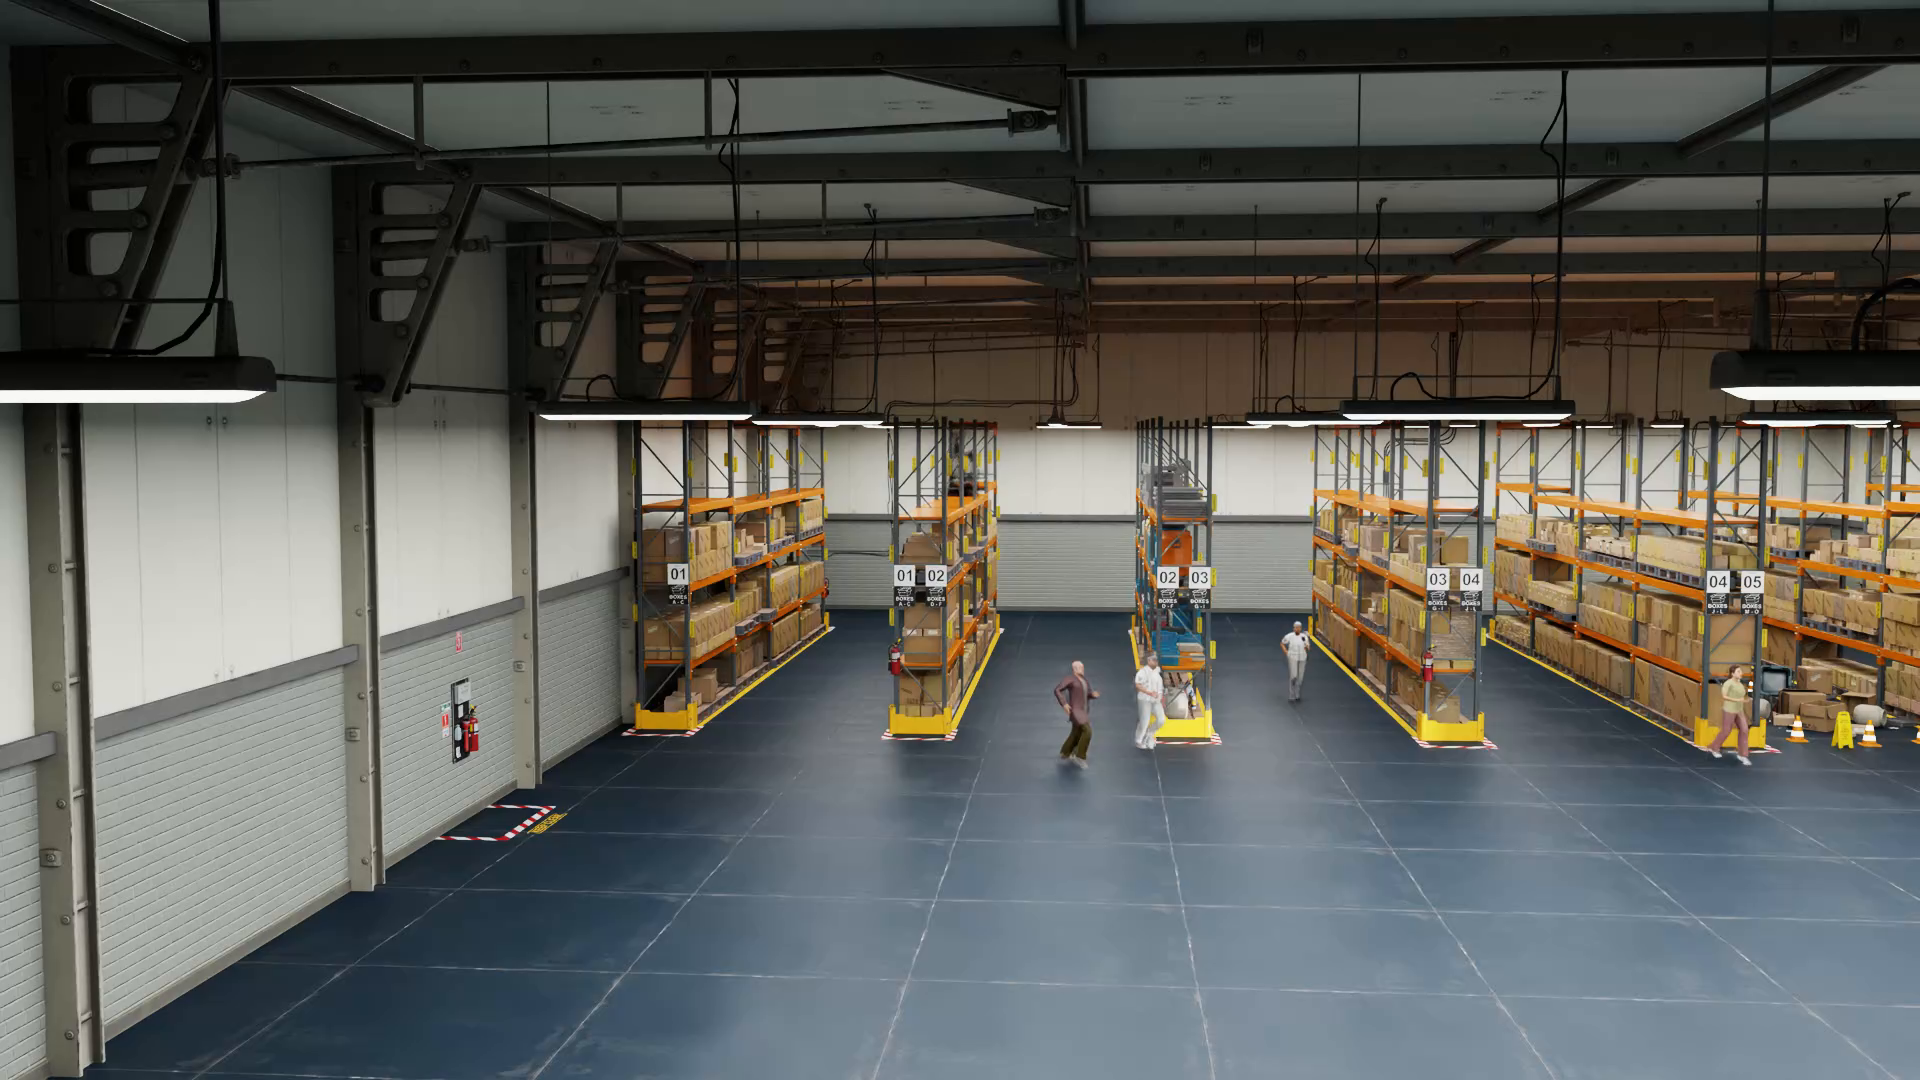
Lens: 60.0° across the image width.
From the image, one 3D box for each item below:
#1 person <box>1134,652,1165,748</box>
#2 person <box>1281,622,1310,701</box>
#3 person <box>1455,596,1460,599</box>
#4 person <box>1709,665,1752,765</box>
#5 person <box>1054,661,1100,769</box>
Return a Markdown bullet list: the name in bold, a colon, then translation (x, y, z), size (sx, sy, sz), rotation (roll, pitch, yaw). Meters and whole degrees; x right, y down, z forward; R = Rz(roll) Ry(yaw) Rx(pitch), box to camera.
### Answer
- **person**: translation (3.471, 2.910, 30.002), size (0.710, 1.786, 0.603), rotation (-2, 4, -34)
- **person**: translation (7.177, 2.593, 35.435), size (0.576, 1.702, 0.661), rotation (0, 4, -4)
- **person**: translation (13.526, 1.868, 46.270), size (0.817, 1.754, 0.721), rotation (1, 4, 17)
- **person**: translation (13.357, 3.015, 28.798), size (0.587, 1.736, 0.771), rotation (-2, 4, -28)
- **person**: translation (2.018, 2.988, 28.383), size (0.820, 1.843, 0.663), rotation (2, 4, 31)
